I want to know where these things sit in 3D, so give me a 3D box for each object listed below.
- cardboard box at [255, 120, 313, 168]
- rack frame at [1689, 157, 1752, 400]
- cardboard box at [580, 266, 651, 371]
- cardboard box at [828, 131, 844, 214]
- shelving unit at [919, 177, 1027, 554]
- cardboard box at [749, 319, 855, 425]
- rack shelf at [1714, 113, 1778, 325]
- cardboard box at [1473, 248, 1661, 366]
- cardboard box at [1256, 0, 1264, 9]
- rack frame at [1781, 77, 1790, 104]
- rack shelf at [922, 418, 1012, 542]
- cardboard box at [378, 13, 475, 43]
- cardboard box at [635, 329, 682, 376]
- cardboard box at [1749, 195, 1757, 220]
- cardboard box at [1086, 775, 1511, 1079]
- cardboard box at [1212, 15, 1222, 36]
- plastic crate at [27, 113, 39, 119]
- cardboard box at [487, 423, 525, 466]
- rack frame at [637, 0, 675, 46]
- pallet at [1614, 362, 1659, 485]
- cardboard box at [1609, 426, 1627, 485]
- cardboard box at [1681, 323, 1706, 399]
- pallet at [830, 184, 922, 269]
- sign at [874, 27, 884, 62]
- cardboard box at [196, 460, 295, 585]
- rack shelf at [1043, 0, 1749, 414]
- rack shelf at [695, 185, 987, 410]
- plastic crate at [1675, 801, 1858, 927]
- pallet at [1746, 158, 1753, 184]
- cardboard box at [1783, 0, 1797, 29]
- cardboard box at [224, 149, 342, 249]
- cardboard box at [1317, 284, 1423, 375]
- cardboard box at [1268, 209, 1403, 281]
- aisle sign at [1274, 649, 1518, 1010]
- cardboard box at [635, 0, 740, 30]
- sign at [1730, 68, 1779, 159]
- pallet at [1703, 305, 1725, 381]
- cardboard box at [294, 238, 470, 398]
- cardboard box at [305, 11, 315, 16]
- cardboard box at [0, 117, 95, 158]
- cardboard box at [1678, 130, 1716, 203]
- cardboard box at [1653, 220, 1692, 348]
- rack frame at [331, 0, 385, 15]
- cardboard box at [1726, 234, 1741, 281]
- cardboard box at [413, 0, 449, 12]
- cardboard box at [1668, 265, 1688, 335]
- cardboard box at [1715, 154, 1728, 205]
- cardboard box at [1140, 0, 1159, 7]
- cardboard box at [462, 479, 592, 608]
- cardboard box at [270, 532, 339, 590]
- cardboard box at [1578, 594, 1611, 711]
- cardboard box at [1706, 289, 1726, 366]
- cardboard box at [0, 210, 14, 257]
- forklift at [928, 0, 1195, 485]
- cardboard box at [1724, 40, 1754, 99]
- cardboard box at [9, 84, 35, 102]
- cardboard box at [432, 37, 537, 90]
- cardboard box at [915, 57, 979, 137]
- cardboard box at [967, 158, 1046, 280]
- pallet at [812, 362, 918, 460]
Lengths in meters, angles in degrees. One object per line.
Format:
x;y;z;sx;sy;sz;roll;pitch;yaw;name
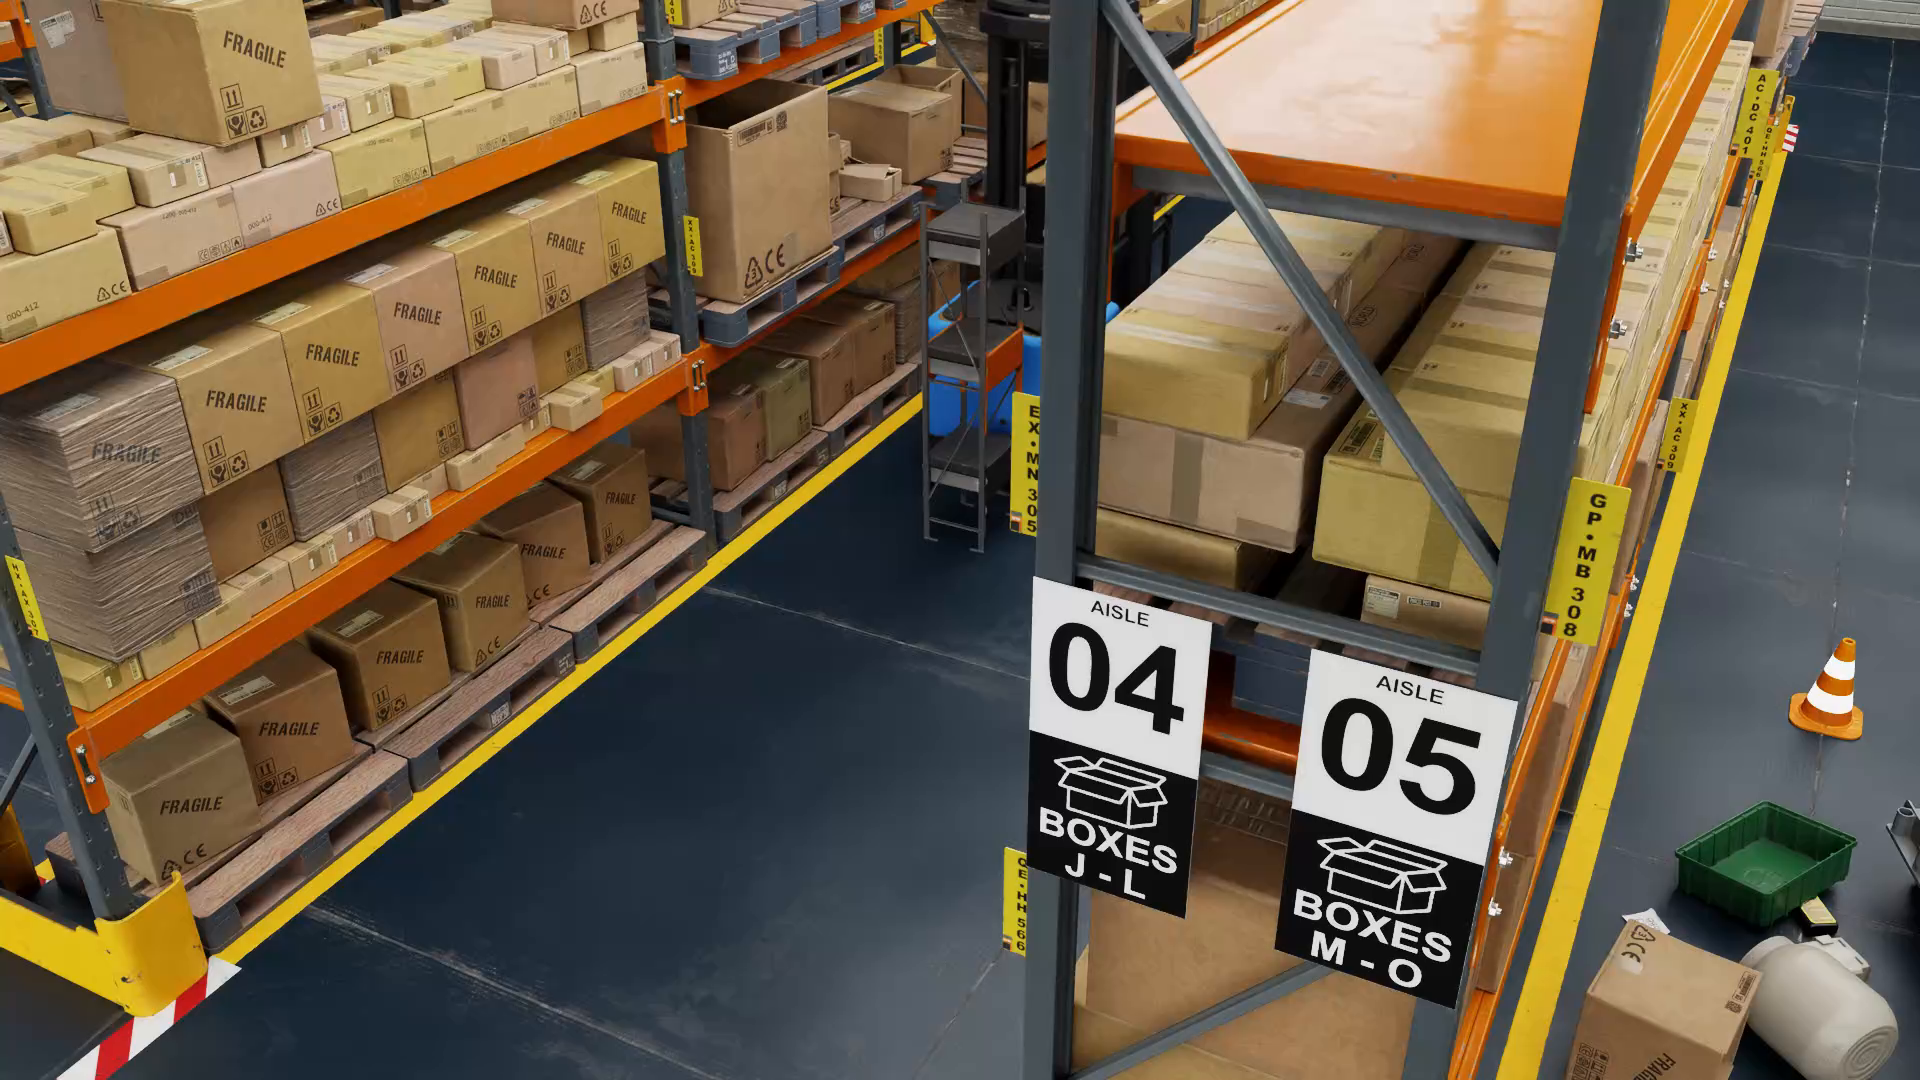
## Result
-2.786;-1.590;6.535;0.380;0.149;0.250;13;32;21;cardboard box
4.274;-1.919;10.370;1.000;3.000;0.127;14;33;23;rack frame
-2.178;-1.303;8.898;0.875;0.500;0.500;14;33;23;cardboard box
-1.210;-2.332;10.564;0.797;0.503;0.637;18;34;28;cardboard box
0.075;-0.984;9.645;0.431;2.100;0.503;14;33;23;shelving unit
-1.130;-1.145;11.091;0.700;0.500;0.500;11;32;19;cardboard box
5.185;-2.494;12.093;1.077;0.370;4.000;14;33;23;rack shelf
1.412;-0.548;3.899;0.380;0.149;0.250;15;33;24;cardboard box
2.866;-5.500;16.859;0.380;0.149;0.250;13;32;22;cardboard box
7.918;-5.465;16.546;1.000;3.000;0.127;14;33;23;rack frame
0.075;-0.365;10.001;0.431;0.518;0.480;14;33;23;rack shelf
-2.544;-2.401;7.947;0.380;0.149;0.250;15;33;24;cardboard box
-1.754;-1.045;9.100;0.380;0.149;0.250;14;33;23;cardboard box
6.546;-2.855;14.143;0.380;0.149;0.250;16;33;25;cardboard box
0.833;0.939;4.159;0.875;0.550;0.550;14;33;23;cardboard box
2.277;-4.925;15.858;0.380;0.149;0.250;13;32;22;cardboard box
-6.379;-2.751;11.755;0.402;0.464;0.583;14;33;23;plastic crate
-2.367;-0.502;8.155;0.380;0.149;0.250;14;33;23;cardboard box
-1.918;-3.917;7.826;1.000;3.000;0.127;14;33;23;rack frame
1.513;-0.509;4.991;1.003;0.211;1.213;14;33;23;pallet
1.416;-0.206;4.104;0.380;0.149;0.250;15;33;24;cardboard box
3.390;-0.806;8.332;0.500;0.500;0.500;14;33;23;cardboard box
-0.961;-2.119;10.911;1.003;0.211;1.213;14;33;23;pallet
-0.591;-3.715;12.336;0.100;0.325;0.005;14;33;23;sign
-3.344;-0.201;6.980;0.875;0.500;0.500;14;33;23;cardboard box
1.541;-1.375;4.523;1.077;0.370;4.000;14;33;23;rack shelf
-1.006;-1.890;11.043;1.077;0.370;4.000;14;33;23;rack shelf
3.539;1.423;7.316;0.662;0.188;0.450;-18;24;-28;plastic crate
5.139;-2.723;11.962;1.003;0.211;1.213;14;33;23;pallet
4.065;-2.875;8.590;0.500;0.311;0.500;14;33;23;cardboard box
-2.832;-1.382;6.573;0.500;0.250;0.500;14;33;23;cardboard box
0.833;-0.465;4.155;0.500;0.250;0.500;14;33;23;cardboard box
0.944;-0.811;4.359;0.380;0.149;0.250;14;33;23;cardboard box
0.864;0.600;3.373;0.394;0.787;0.004;14;33;23;aisle sign
-1.615;-3.029;8.766;0.797;0.503;0.637;13;32;21;cardboard box
2.947;-1.580;6.169;0.100;0.325;0.005;14;33;23;sign
5.188;-1.595;12.605;1.003;0.211;1.213;14;33;23;pallet
-2.564;-0.995;7.359;0.500;0.500;0.500;14;33;23;cardboard box
-7.761;-5.820;19.231;0.500;0.500;0.500;15;33;24;cardboard box
-3.548;-1.497;6.373;0.380;0.149;0.250;14;33;24;cardboard box
1.993;-1.115;4.887;0.380;0.149;0.250;14;33;23;cardboard box
1.767;-0.790;4.721;0.500;0.250;0.500;14;33;23;cardboard box
-7.090;-7.111;19.412;1.000;3.000;0.127;14;33;23;rack frame
5.271;-2.034;11.906;0.500;0.250;0.500;15;33;24;cardboard box
-6.742;-6.785;21.103;0.500;0.311;0.500;14;33;23;cardboard box
1.992;-0.764;5.077;0.380;0.149;0.250;14;33;23;cardboard box
2.570;-1.329;6.061;0.380;0.149;0.250;14;33;23;cardboard box
1.443;-5.056;14.724;0.797;0.503;0.637;13;32;22;cardboard box
-2.390;0.010;9.099;0.500;0.500;0.500;-26;39;-37;cardboard box
-2.924;0.056;7.184;0.380;0.149;0.250;14;33;23;cardboard box
2.064;0.204;6.522;0.875;0.550;0.550;14;33;23;cardboard box
5.049;-1.496;11.723;0.500;0.500;0.500;15;33;24;cardboard box
-3.408;-1.021;5.544;0.380;0.149;0.250;14;33;23;cardboard box
0.837;-2.265;11.041;1.130;2.935;3.031;13;32;21;forklift
2.569;-1.674;5.861;0.380;0.149;0.250;14;33;23;cardboard box
-8.932;-4.283;16.263;0.500;0.311;0.500;15;33;25;cardboard box
-2.152;-2.158;7.524;0.380;0.149;0.250;13;32;22;cardboard box
-0.091;-3.407;12.861;0.500;0.500;0.500;15;33;25;cardboard box
0.238;-2.651;13.356;1.225;0.875;0.875;13;32;21;cardboard box
-1.010;-0.995;11.561;1.003;0.211;1.213;14;33;23;pallet
